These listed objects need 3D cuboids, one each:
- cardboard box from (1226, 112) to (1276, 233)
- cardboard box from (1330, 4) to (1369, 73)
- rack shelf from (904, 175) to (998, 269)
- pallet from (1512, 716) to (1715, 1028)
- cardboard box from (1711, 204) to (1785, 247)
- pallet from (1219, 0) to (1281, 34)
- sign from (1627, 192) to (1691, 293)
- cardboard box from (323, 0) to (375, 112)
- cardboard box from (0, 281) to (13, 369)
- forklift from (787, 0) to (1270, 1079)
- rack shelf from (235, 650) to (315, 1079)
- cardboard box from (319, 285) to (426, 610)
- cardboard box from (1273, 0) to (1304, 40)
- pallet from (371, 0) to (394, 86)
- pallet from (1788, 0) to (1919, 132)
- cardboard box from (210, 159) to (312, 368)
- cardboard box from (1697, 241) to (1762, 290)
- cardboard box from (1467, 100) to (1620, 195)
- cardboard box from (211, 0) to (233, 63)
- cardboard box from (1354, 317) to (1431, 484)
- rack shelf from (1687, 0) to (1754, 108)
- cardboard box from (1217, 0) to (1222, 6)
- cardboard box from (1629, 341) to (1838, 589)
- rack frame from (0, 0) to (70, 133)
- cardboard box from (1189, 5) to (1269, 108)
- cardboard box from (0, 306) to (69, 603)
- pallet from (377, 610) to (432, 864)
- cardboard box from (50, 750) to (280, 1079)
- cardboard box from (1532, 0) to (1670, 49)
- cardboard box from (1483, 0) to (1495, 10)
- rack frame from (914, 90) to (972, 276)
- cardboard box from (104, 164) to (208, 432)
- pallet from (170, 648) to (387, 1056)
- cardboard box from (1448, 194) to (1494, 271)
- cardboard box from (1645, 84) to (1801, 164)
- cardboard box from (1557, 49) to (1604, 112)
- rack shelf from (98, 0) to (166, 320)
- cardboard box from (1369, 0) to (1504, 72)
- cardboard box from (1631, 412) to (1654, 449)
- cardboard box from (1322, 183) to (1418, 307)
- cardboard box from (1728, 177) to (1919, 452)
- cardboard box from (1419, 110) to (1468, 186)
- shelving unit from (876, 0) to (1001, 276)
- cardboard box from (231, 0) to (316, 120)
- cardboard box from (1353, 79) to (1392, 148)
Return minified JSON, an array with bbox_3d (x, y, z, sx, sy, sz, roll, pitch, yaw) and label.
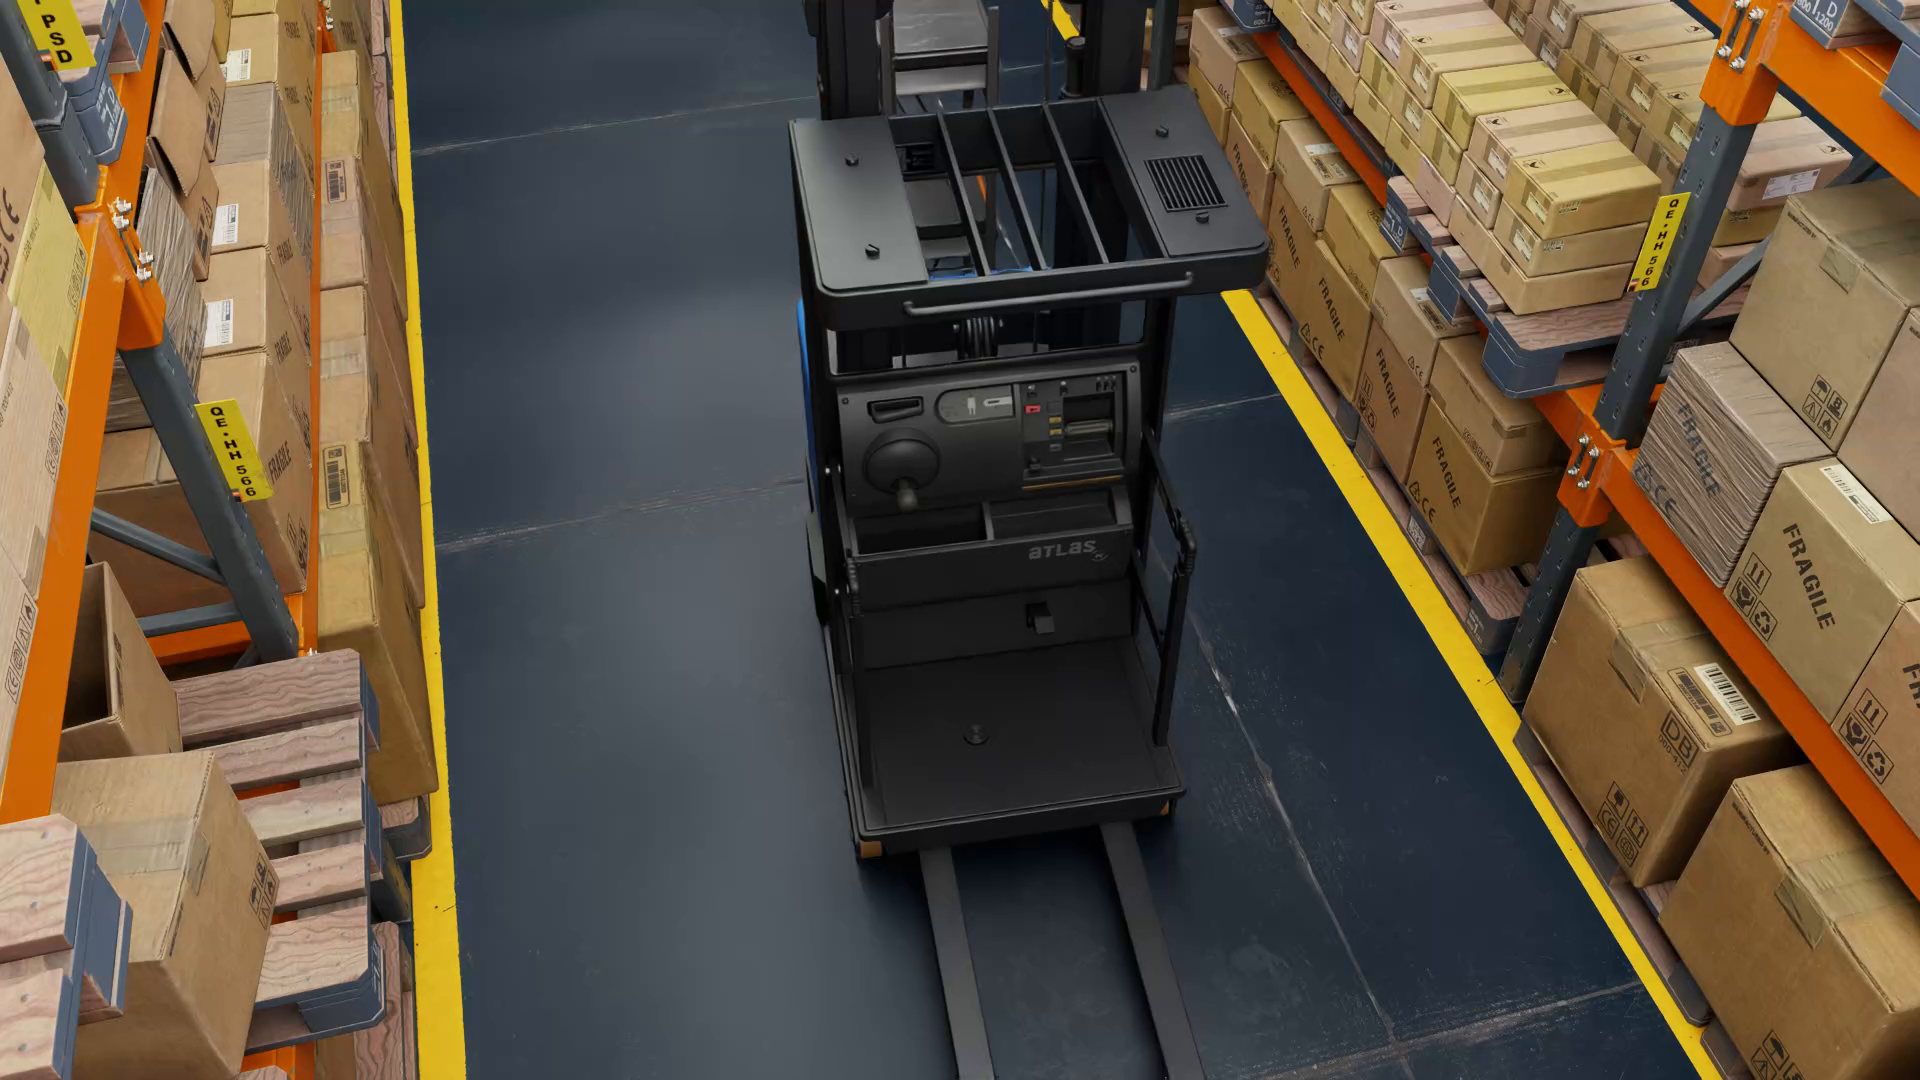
[{"bbox_3d":[1.552,-1.680,7.753,0.500,0.500,0.500,-9,46,-9],"label":"cardboard box"},{"bbox_3d":[1.608,-1.882,6.167,0.380,0.149,0.250,-10,46,-9],"label":"cardboard box"},{"bbox_3d":[-0.110,-1.182,6.457,0.431,0.518,0.480,-7,46,-7],"label":"rack shelf"},{"bbox_3d":[2.636,0.964,5.658,1.003,0.211,1.213,-11,47,-10],"label":"pallet"},{"bbox_3d":[2.577,-1.104,5.405,0.380,0.149,0.250,-9,46,-9],"label":"cardboard box"},{"bbox_3d":[1.538,-2.711,7.440,1.003,0.211,1.213,-11,47,-10],"label":"pallet"},{"bbox_3d":[1.984,-0.842,4.720,0.100,0.325,0.005,-11,47,-10],"label":"sign"},{"bbox_3d":[-3.430,-2.368,8.165,0.875,0.875,0.875,-11,47,-10],"label":"cardboard box"},{"bbox_3d":[-1.808,-0.357,2.480,0.500,0.500,0.500,-11,47,-10],"label":"cardboard box"},{"bbox_3d":[0.135,-0.227,4.920,1.130,2.935,3.031,-7,46,-7],"label":"forklift"},{"bbox_3d":[-1.802,1.899,3.292,1.077,0.370,4.000,-11,47,-10],"label":"rack shelf"},{"bbox_3d":[-2.691,-0.234,6.072,1.225,0.875,0.875,-11,47,-10],"label":"cardboard box"},{"bbox_3d":[1.478,-2.134,6.623,0.380,0.149,0.250,-11,47,-11],"label":"cardboard box"},{"bbox_3d":[-3.773,-2.902,9.446,1.003,0.211,1.213,-11,47,-10],"label":"pallet"},{"bbox_3d":[2.723,-1.119,3.779,1.213,0.211,1.003,-9,46,-8],"label":"pallet"},{"bbox_3d":[-2.444,-0.862,5.425,0.500,0.500,0.500,-11,47,-11],"label":"cardboard box"},{"bbox_3d":[2.587,-0.975,5.487,0.380,0.149,0.250,-11,47,-11],"label":"cardboard box"},{"bbox_3d":[1.876,-1.266,5.356,0.380,0.149,0.250,-11,47,-11],"label":"cardboard box"},{"bbox_3d":[-3.002,-1.966,5.804,0.797,0.503,0.637,-10,46,-10],"label":"cardboard box"},{"bbox_3d":[1.956,-0.608,6.702,0.500,0.500,0.500,-9,46,-9],"label":"cardboard box"},{"bbox_3d":[1.995,-2.749,5.748,1.077,0.370,4.000,-11,47,-10],"label":"rack shelf"},{"bbox_3d":[1.548,-3.052,9.135,0.380,0.149,0.250,-10,46,-10],"label":"cardboard box"},{"bbox_3d":[2.361,-0.246,4.821,0.500,0.500,0.500,-10,46,-10],"label":"cardboard box"},{"bbox_3d":[-2.314,-1.833,2.246,1.000,3.000,0.127,-11,47,-10],"label":"rack frame"},{"bbox_3d":[1.416,-2.308,7.843,0.500,0.250,0.500,-13,47,-12],"label":"cardboard box"},{"bbox_3d":[-1.815,-0.107,2.760,0.500,0.250,0.500,-11,47,-10],"label":"cardboard box"},{"bbox_3d":[-2.443,0.685,5.931,1.003,0.211,1.213,-11,47,-10],"label":"pallet"},{"bbox_3d":[-1.897,0.817,3.485,0.700,0.500,0.500,-4,46,-4],"label":"cardboard box"},{"bbox_3d":[2.307,-1.917,5.994,0.380,0.149,0.250,-9,46,-8],"label":"cardboard box"},{"bbox_3d":[2.173,-2.178,6.458,0.380,0.149,0.250,-9,46,-9],"label":"cardboard box"},{"bbox_3d":[-0.151,-1.363,6.616,0.400,2.100,0.015,-7,46,-7],"label":"rack frame"},{"bbox_3d":[-2.485,-0.627,4.492,0.797,0.503,0.637,-9,46,-9],"label":"cardboard box"},{"bbox_3d":[-2.029,0.806,3.994,1.213,0.211,1.003,-11,47,-10],"label":"pallet"},{"bbox_3d":[1.874,-1.058,5.568,0.380,0.149,0.250,-11,47,-10],"label":"cardboard box"},{"bbox_3d":[2.504,-1.377,5.465,0.380,0.149,0.250,-12,47,-11],"label":"cardboard box"},{"bbox_3d":[2.369,-1.649,5.939,0.380,0.149,0.250,-11,47,-10],"label":"cardboard box"},{"bbox_3d":[-2.826,-1.912,4.927,1.077,0.370,4.000,-11,47,-10],"label":"rack shelf"},{"bbox_3d":[1.681,-1.798,5.877,0.380,0.149,0.250,-11,47,-10],"label":"cardboard box"},{"bbox_3d":[2.564,-0.625,6.194,0.500,0.250,0.500,-13,47,-12],"label":"cardboard box"},{"bbox_3d":[1.823,-1.230,6.786,0.500,0.250,0.500,-10,46,-9],"label":"cardboard box"},{"bbox_3d":[2.612,-0.644,4.510,0.700,0.500,0.500,-11,47,-11],"label":"cardboard box"},{"bbox_3d":[1.800,-1.356,5.653,0.380,0.149,0.250,-10,46,-9],"label":"cardboard box"},{"bbox_3d":[-0.110,-1.191,6.448,0.431,2.100,0.503,-7,46,-7],"label":"shelving unit"},{"bbox_3d":[-2.834,-1.914,6.456,0.500,0.500,0.500,-9,46,-9],"label":"cardboard box"},{"bbox_3d":[1.677,-1.593,6.093,0.380,0.149,0.250,-13,47,-12],"label":"cardboard box"}]
